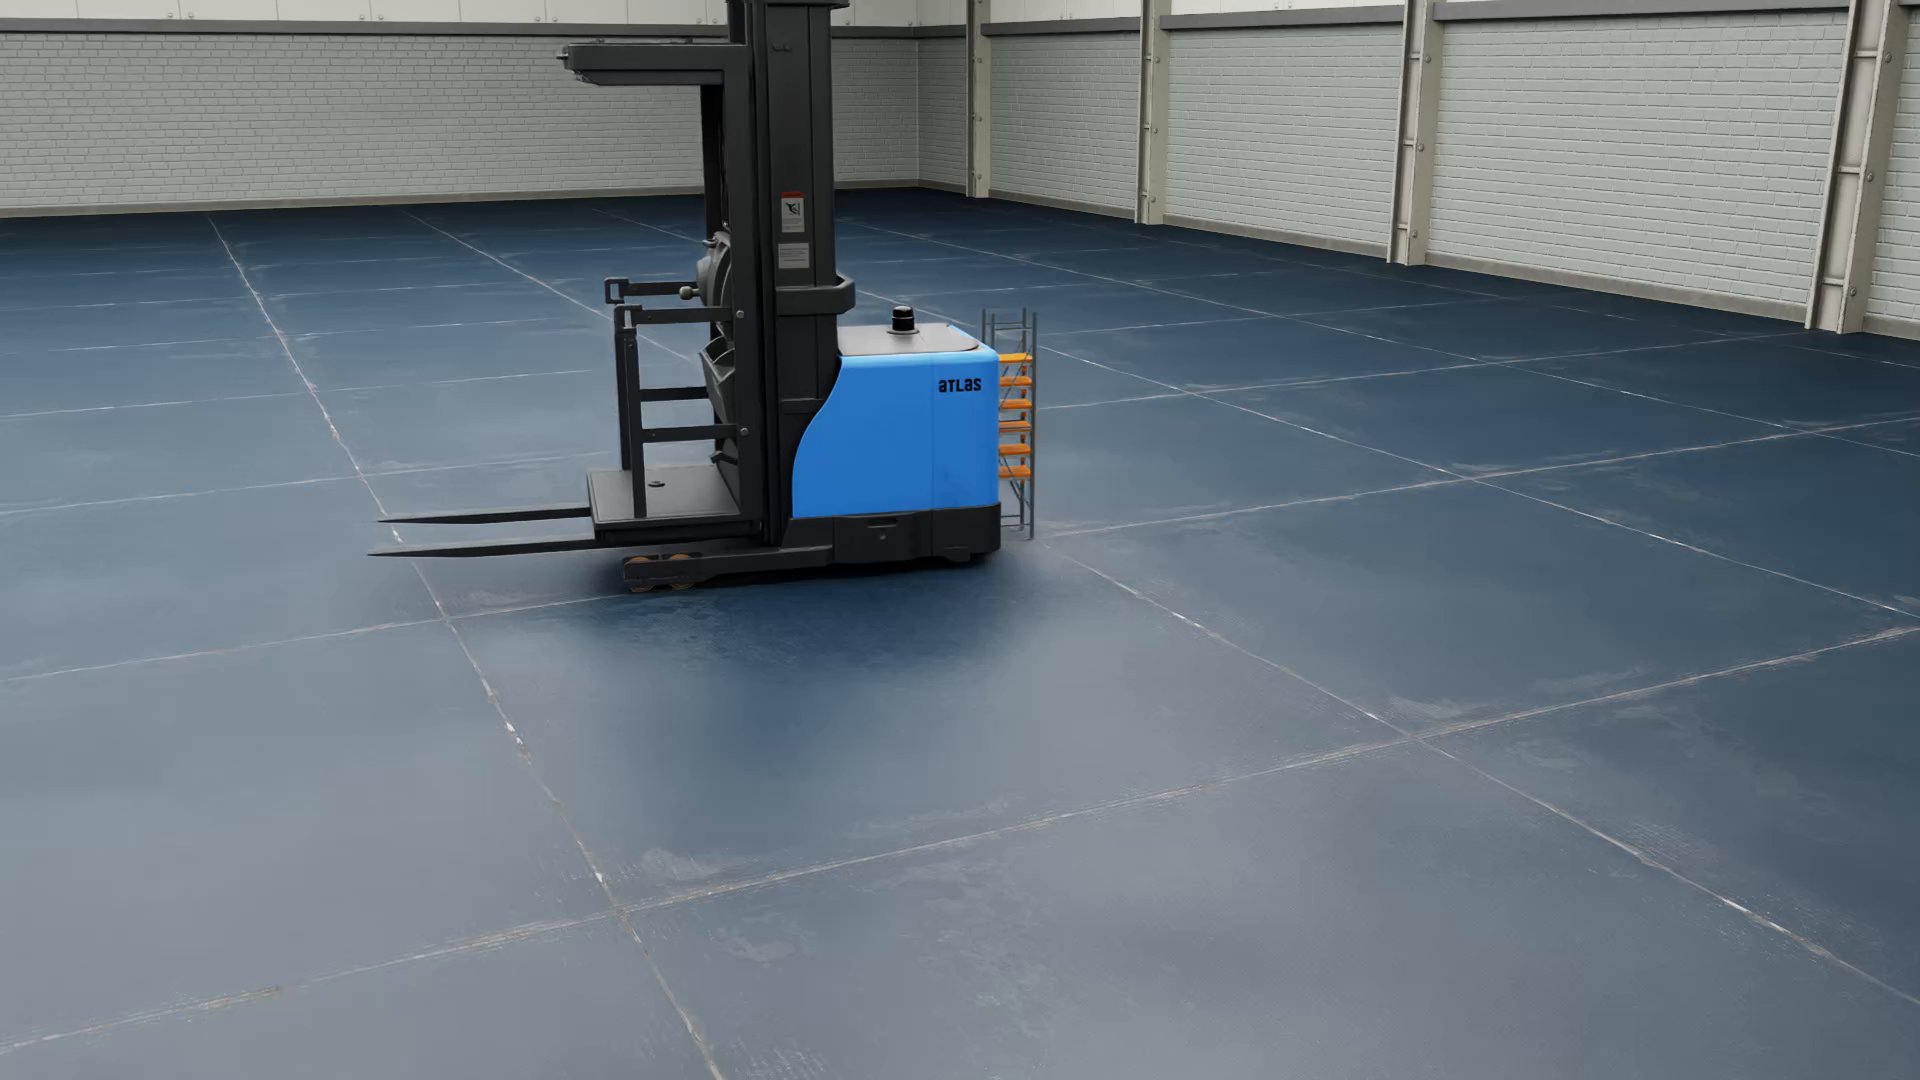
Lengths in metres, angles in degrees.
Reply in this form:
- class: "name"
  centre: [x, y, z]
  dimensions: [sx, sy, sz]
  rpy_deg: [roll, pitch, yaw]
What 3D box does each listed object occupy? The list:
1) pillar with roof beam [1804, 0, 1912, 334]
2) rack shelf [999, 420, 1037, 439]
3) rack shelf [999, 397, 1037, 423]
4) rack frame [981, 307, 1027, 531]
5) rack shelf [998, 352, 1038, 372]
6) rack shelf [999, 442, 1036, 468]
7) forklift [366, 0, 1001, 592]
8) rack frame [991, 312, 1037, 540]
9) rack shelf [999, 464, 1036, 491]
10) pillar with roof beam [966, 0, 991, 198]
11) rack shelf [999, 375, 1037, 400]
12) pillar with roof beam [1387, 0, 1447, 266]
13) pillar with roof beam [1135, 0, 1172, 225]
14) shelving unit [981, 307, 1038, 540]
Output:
- class: "pillar with roof beam"
  centre: [4.352, -5.785, 12.595]
  dimensions: [9.100, 9.000, 0.400]
  rpy_deg: [-8, 18, -25]
- class: "rack shelf"
  centre: [0.249, -0.553, 8.662]
  dimensions: [0.258, 0.103, 0.180]
  rpy_deg: [-4, 16, -14]
- class: "rack shelf"
  centre: [0.249, -0.668, 8.629]
  dimensions: [0.258, 0.103, 0.180]
  rpy_deg: [-4, 16, -14]
- class: "rack frame"
  centre: [0.226, -0.620, 8.735]
  dimensions: [0.240, 1.200, 0.006]
  rpy_deg: [-4, 16, -14]
- class: "rack shelf"
  centre: [0.250, -0.899, 8.563]
  dimensions: [0.258, 0.103, 0.180]
  rpy_deg: [-4, 16, -14]
- class: "rack shelf"
  centre: [0.249, -0.438, 8.695]
  dimensions: [0.258, 0.103, 0.180]
  rpy_deg: [-4, 16, -14]
- class: "forklift"
  centre: [-1.369, -1.321, 8.039]
  dimensions: [3.031, 2.935, 1.130]
  rpy_deg: [-4, 16, -14]
- class: "rack frame"
  centre: [0.272, -0.571, 8.565]
  dimensions: [0.240, 1.200, 0.006]
  rpy_deg: [-4, 16, -14]
- class: "rack shelf"
  centre: [0.248, -0.322, 8.728]
  dimensions: [0.258, 0.103, 0.180]
  rpy_deg: [-4, 16, -14]
- class: "pillar with roof beam"
  centre: [-3.534, -10.248, 28.148]
  dimensions: [9.100, 9.000, 0.400]
  rpy_deg: [-8, 18, -25]
- class: "rack shelf"
  centre: [0.249, -0.784, 8.596]
  dimensions: [0.258, 0.103, 0.180]
  rpy_deg: [-4, 16, -14]
- class: "pillar with roof beam"
  centre: [1.723, -7.273, 17.780]
  dimensions: [9.100, 9.000, 0.400]
  rpy_deg: [-8, 18, -25]
- class: "pillar with roof beam"
  centre: [-0.905, -8.760, 22.964]
  dimensions: [9.100, 9.000, 0.400]
  rpy_deg: [-8, 18, -25]
- class: "shelving unit"
  centre: [0.249, -0.596, 8.650]
  dimensions: [0.258, 1.200, 0.189]
  rpy_deg: [-4, 16, -14]
